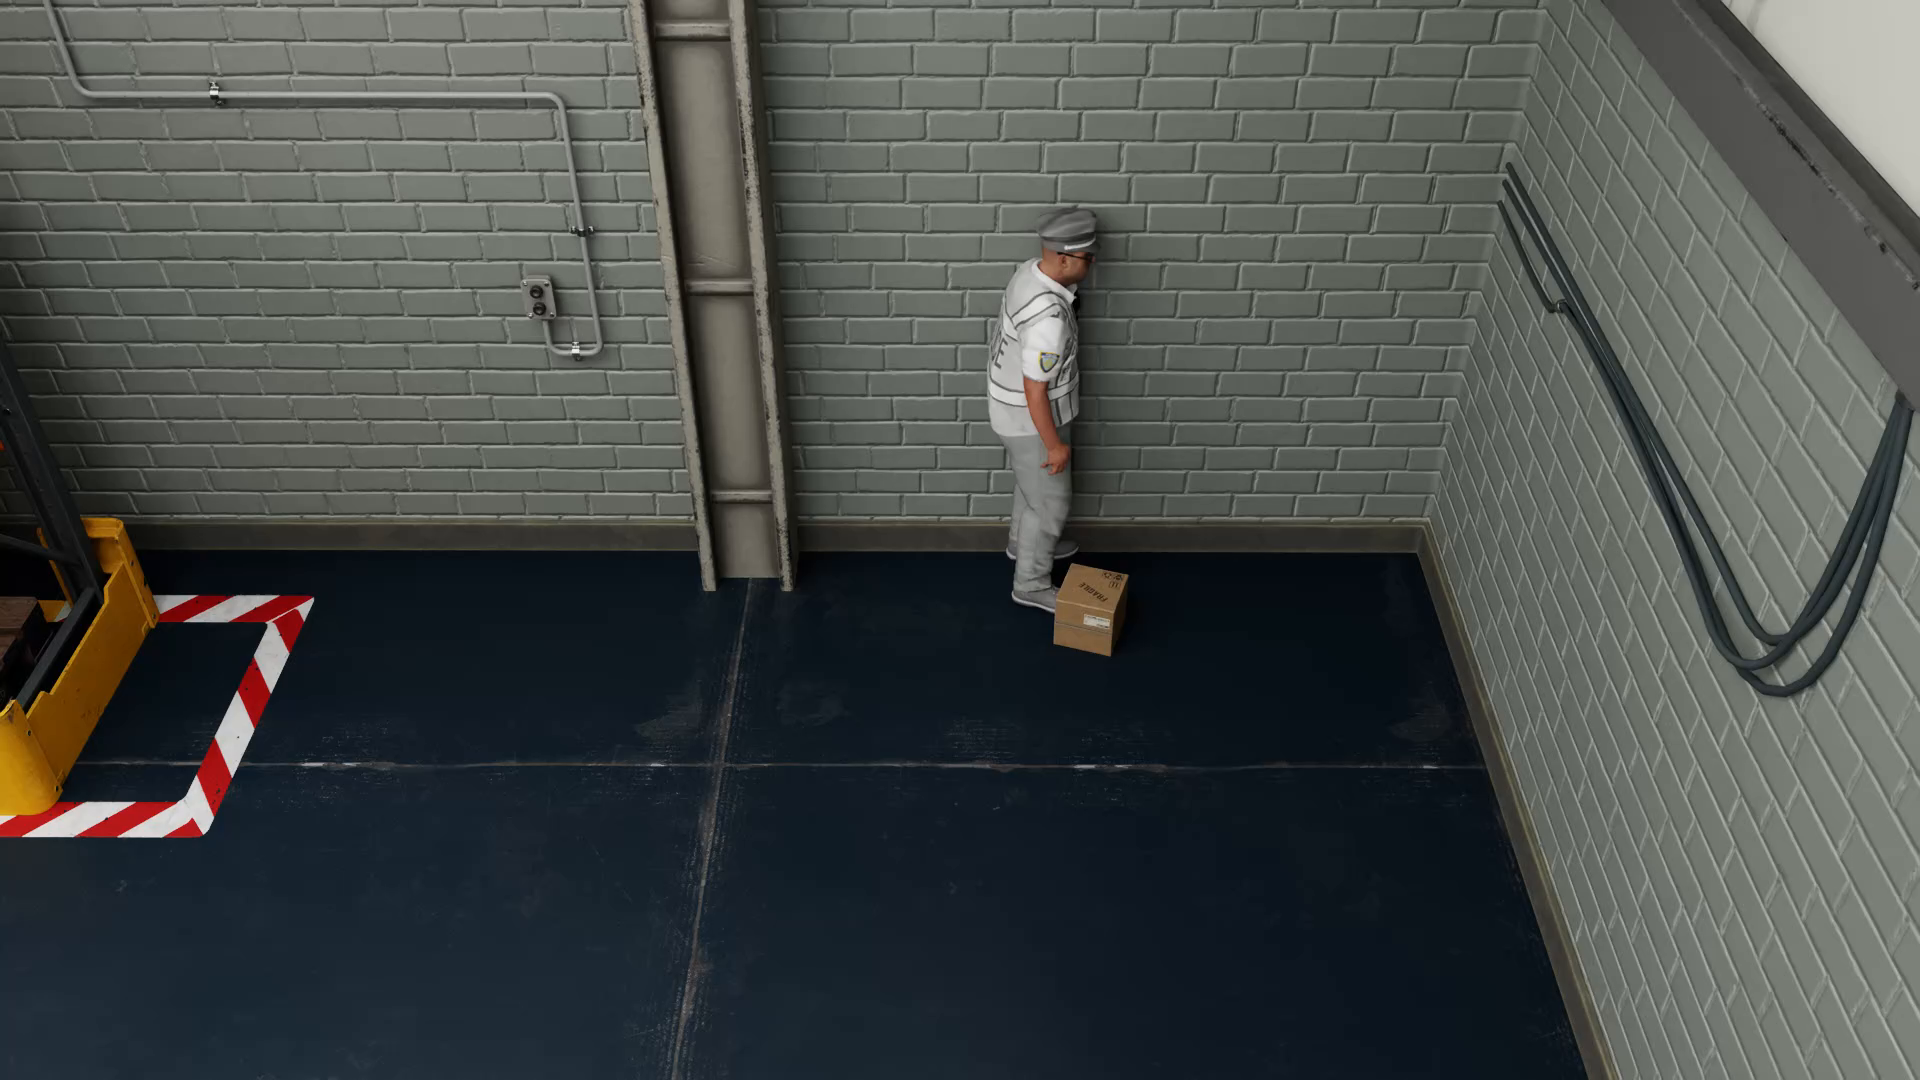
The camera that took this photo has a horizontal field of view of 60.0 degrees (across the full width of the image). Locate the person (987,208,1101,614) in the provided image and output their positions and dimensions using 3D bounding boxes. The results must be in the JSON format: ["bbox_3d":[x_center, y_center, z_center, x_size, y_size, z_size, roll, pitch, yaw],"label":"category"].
[{"bbox_3d":[0.329,-0.531,6.796,0.440,1.748,0.586,0,39,0],"label":"person"}]
